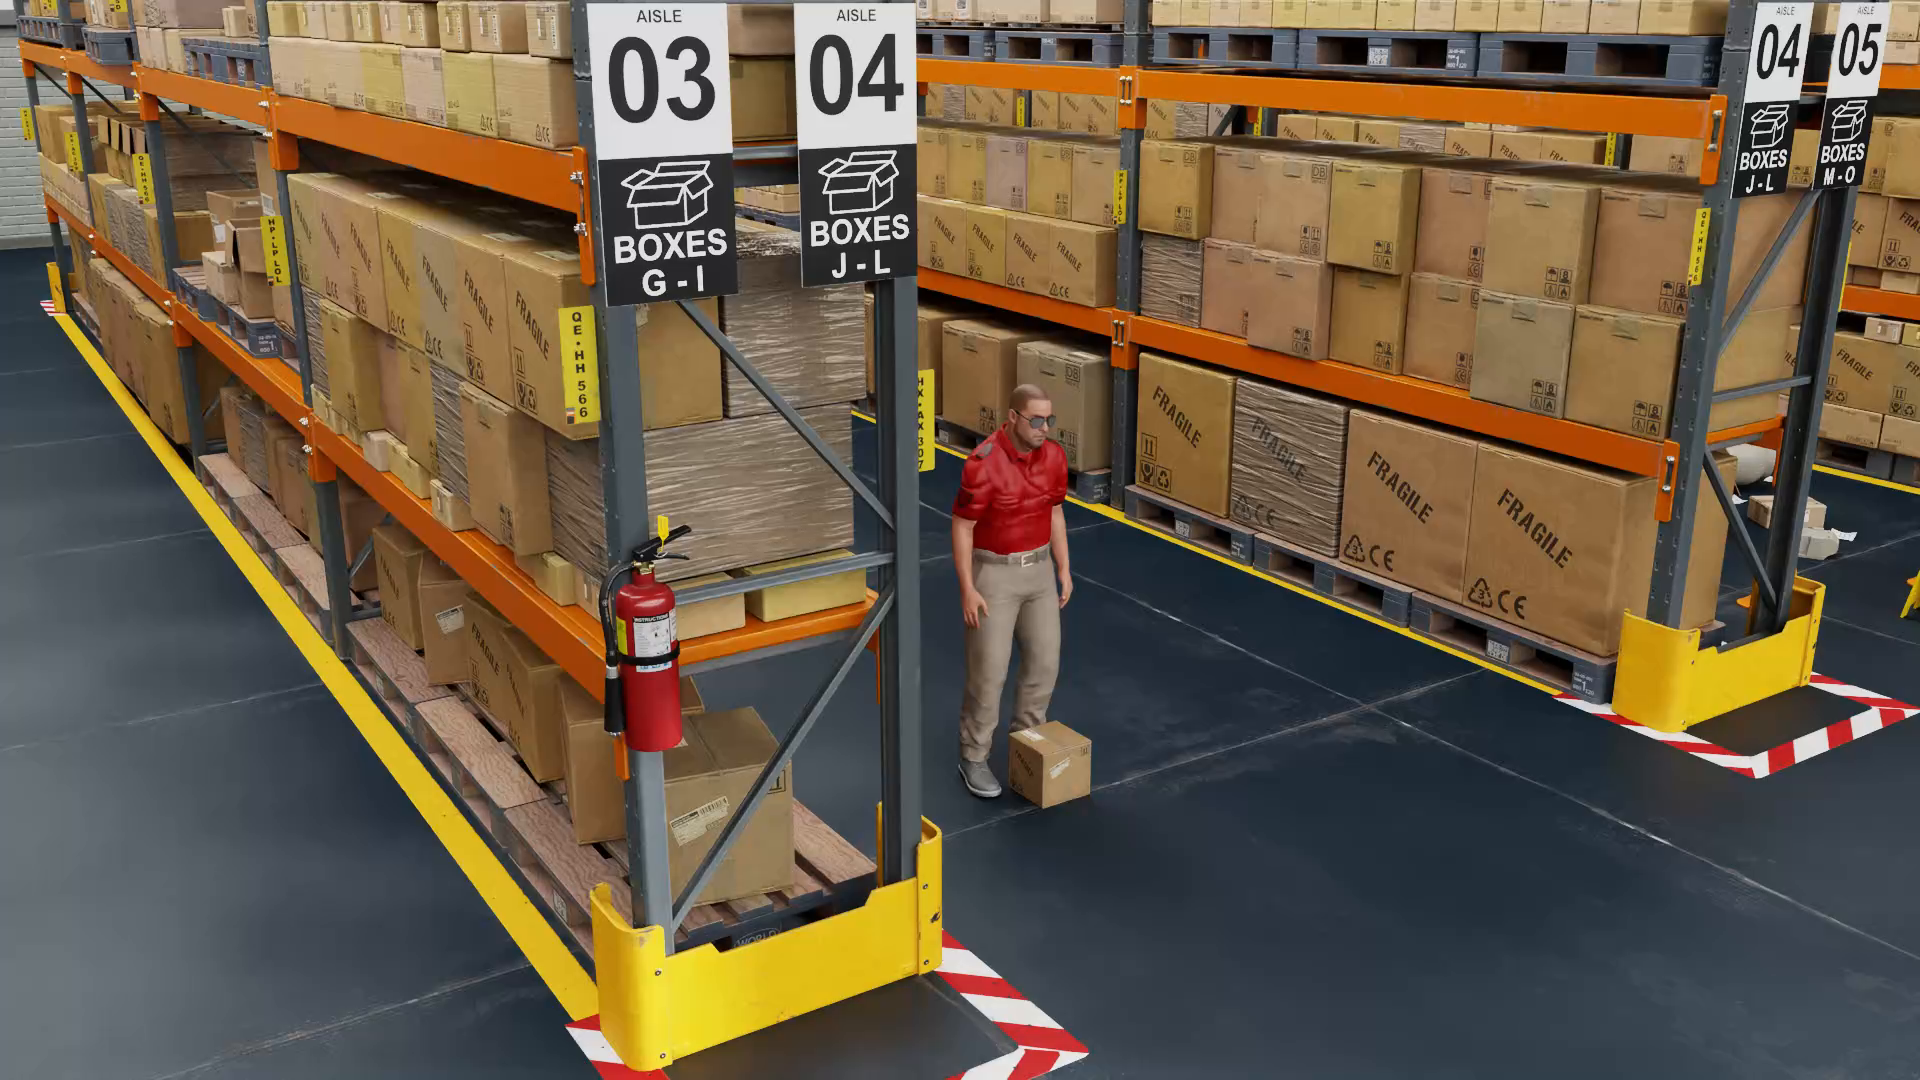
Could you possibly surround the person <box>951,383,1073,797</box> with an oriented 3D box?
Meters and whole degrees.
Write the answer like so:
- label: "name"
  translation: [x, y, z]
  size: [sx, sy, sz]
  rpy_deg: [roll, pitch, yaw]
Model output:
- label: "person"
  translation: [0.229, 0.182, 7.017]
  size: [0.588, 1.726, 0.390]
  rpy_deg: [-13, 22, -34]
